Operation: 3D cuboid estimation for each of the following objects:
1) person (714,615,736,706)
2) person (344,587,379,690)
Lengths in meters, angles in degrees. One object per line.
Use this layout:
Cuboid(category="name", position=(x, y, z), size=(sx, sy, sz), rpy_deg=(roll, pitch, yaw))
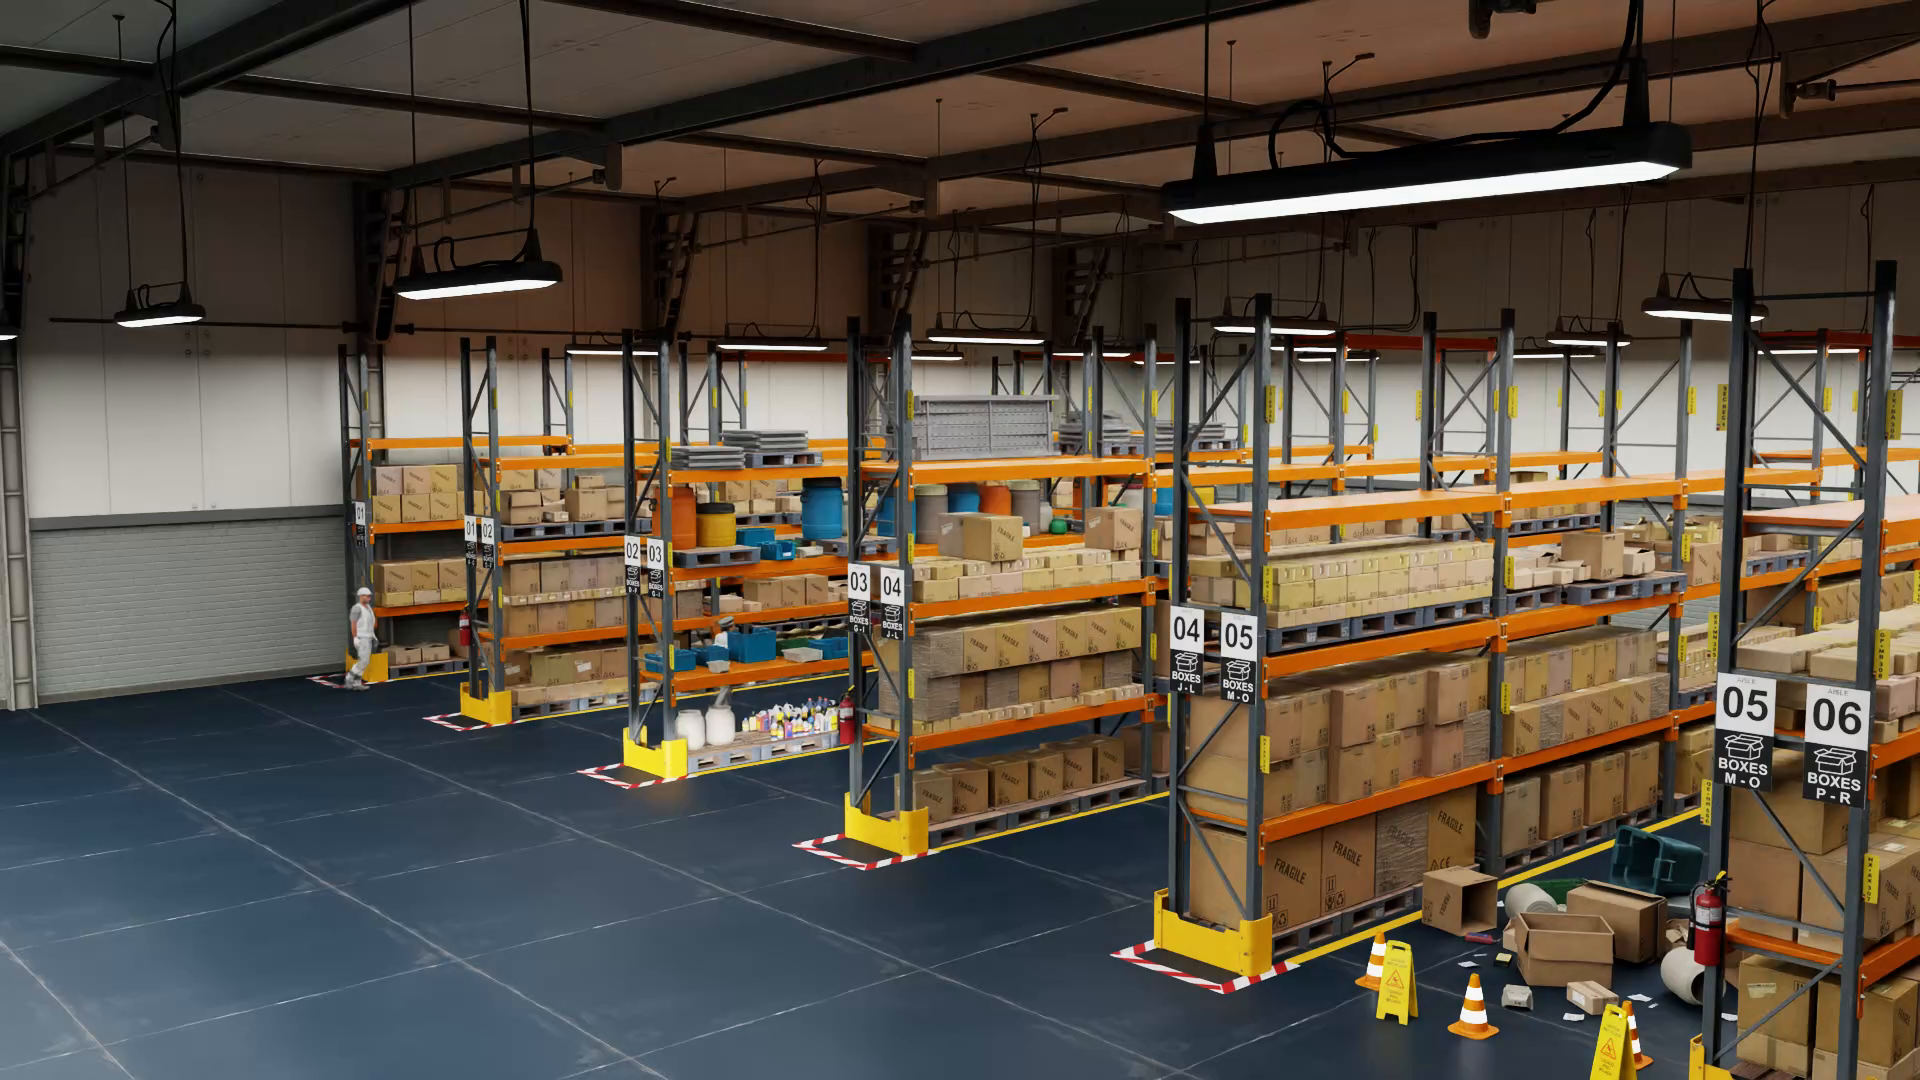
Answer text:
Cuboid(category="person", position=(-3.633, 2.040, 25.806), size=(0.521, 1.733, 0.591), rpy_deg=(4, 6, 37))
Cuboid(category="person", position=(-10.342, 1.707, 28.658), size=(0.475, 1.768, 0.680), rpy_deg=(0, 5, 4))
